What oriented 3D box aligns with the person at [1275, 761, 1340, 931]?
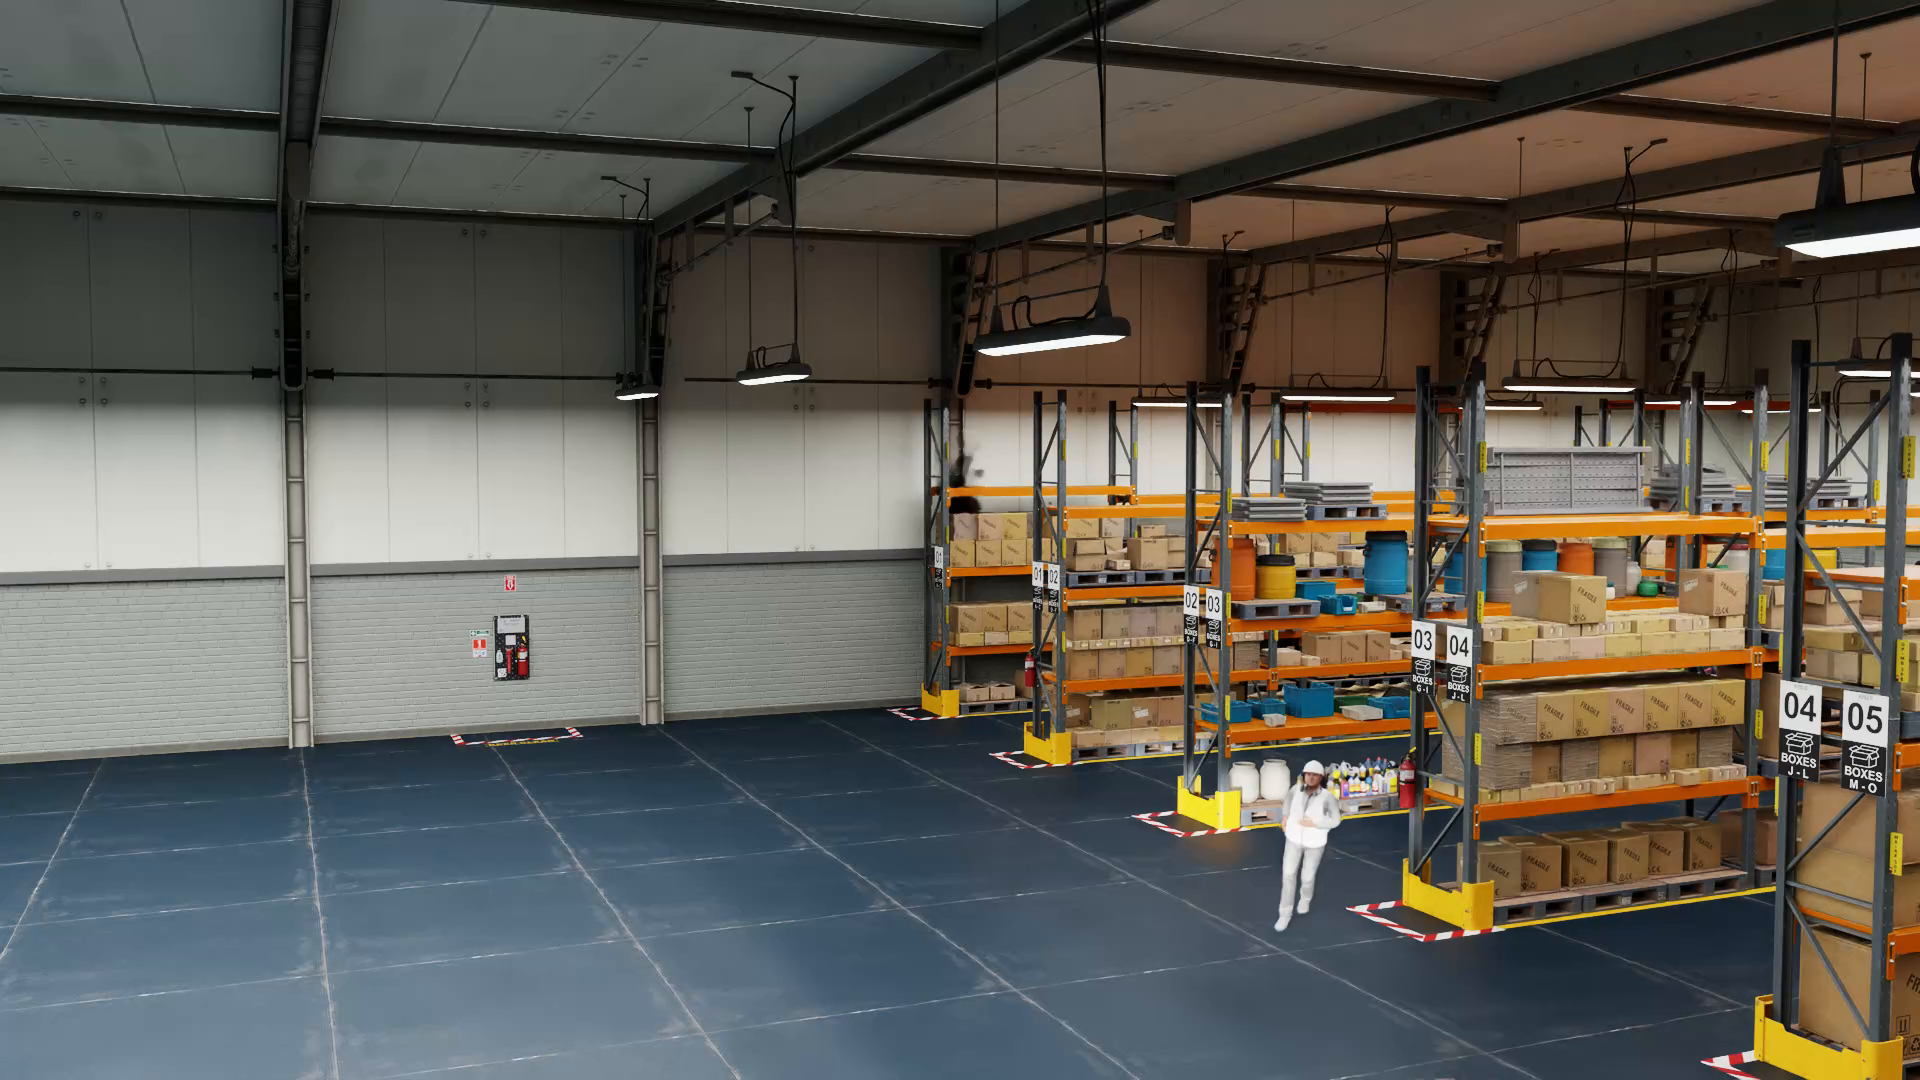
[{"bbox_3d":[3.757,3.246,17.829,0.661,1.804,0.869,2,4,25],"label":"person"}]
